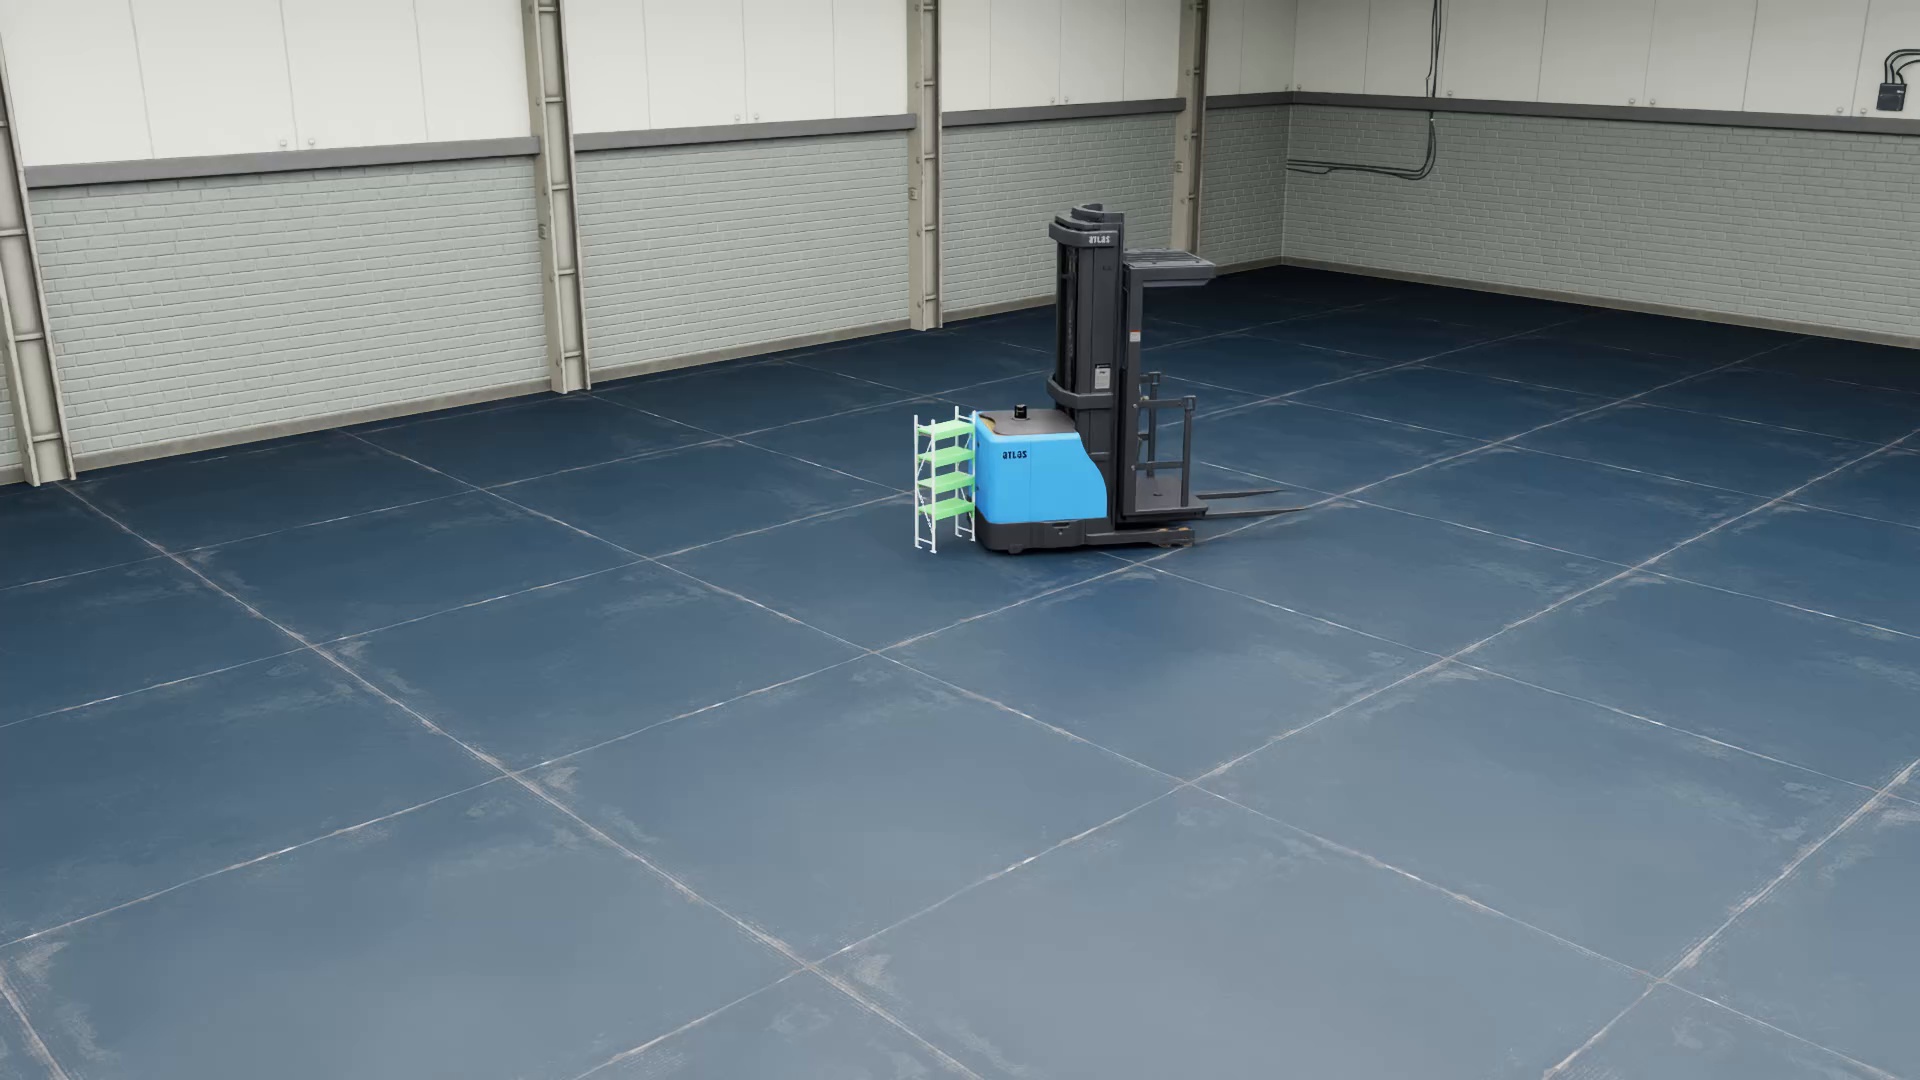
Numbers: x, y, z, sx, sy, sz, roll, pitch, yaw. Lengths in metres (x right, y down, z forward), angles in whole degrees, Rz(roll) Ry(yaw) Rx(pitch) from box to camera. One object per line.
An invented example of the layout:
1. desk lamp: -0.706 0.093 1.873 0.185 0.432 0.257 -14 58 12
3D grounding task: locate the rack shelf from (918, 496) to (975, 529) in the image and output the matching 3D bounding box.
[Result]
1. rack shelf: -0.130 -0.246 14.783 0.480 0.148 0.258 -16 24 -41

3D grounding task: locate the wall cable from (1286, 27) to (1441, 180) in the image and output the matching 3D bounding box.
1. wall cable: 6.902 -7.558 28.740 0.112 2.526 3.097 -16 24 -41

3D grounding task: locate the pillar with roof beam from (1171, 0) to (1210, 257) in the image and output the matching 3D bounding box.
1. pillar with roof beam: 6.811 -7.743 24.274 0.400 9.000 9.100 -16 24 -41

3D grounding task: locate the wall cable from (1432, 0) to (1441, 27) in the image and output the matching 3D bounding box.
1. wall cable: 8.761 -9.354 26.091 0.112 2.526 3.097 -16 24 -41

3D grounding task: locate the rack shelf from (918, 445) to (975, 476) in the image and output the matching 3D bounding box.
1. rack shelf: -0.130 -0.703 14.635 0.480 0.148 0.258 -16 24 -41

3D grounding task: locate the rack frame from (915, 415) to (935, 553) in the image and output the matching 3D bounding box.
1. rack frame: -0.308 -0.483 14.530 0.015 1.200 0.240 -16 24 -41

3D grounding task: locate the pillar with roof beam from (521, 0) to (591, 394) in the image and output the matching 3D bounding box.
1. pillar with roof beam: -1.908 -5.200 16.432 0.400 9.000 9.100 -16 24 -41

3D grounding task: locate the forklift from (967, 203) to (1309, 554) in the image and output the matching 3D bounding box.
1. forklift: 1.631 -1.482 14.802 3.031 2.935 1.130 -4 18 -11

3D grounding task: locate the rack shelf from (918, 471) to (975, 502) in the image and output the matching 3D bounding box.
1. rack shelf: -0.130 -0.474 14.709 0.480 0.148 0.258 -16 24 -41

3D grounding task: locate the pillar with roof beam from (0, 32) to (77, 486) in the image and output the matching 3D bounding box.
1. pillar with roof beam: -6.268 -3.928 12.510 0.400 9.000 9.100 -16 24 -41

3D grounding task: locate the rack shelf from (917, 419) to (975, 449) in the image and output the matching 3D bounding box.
1. rack shelf: -0.130 -0.931 14.561 0.480 0.148 0.258 -16 24 -41

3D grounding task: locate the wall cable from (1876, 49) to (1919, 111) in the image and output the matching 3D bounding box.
1. wall cable: 13.413 -8.522 21.165 0.169 6.003 2.305 -16 24 -41

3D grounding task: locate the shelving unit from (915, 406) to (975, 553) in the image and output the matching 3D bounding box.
1. shelving unit: -0.130 -0.535 14.689 0.503 1.200 0.258 -16 24 -41

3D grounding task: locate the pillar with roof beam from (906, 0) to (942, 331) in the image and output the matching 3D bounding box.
1. pillar with roof beam: 2.451 -6.471 20.353 0.400 9.000 9.100 -16 24 -41

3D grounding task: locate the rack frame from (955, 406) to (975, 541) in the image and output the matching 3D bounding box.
1. rack frame: 0.047 -0.587 14.849 0.015 1.200 0.240 -16 24 -41
